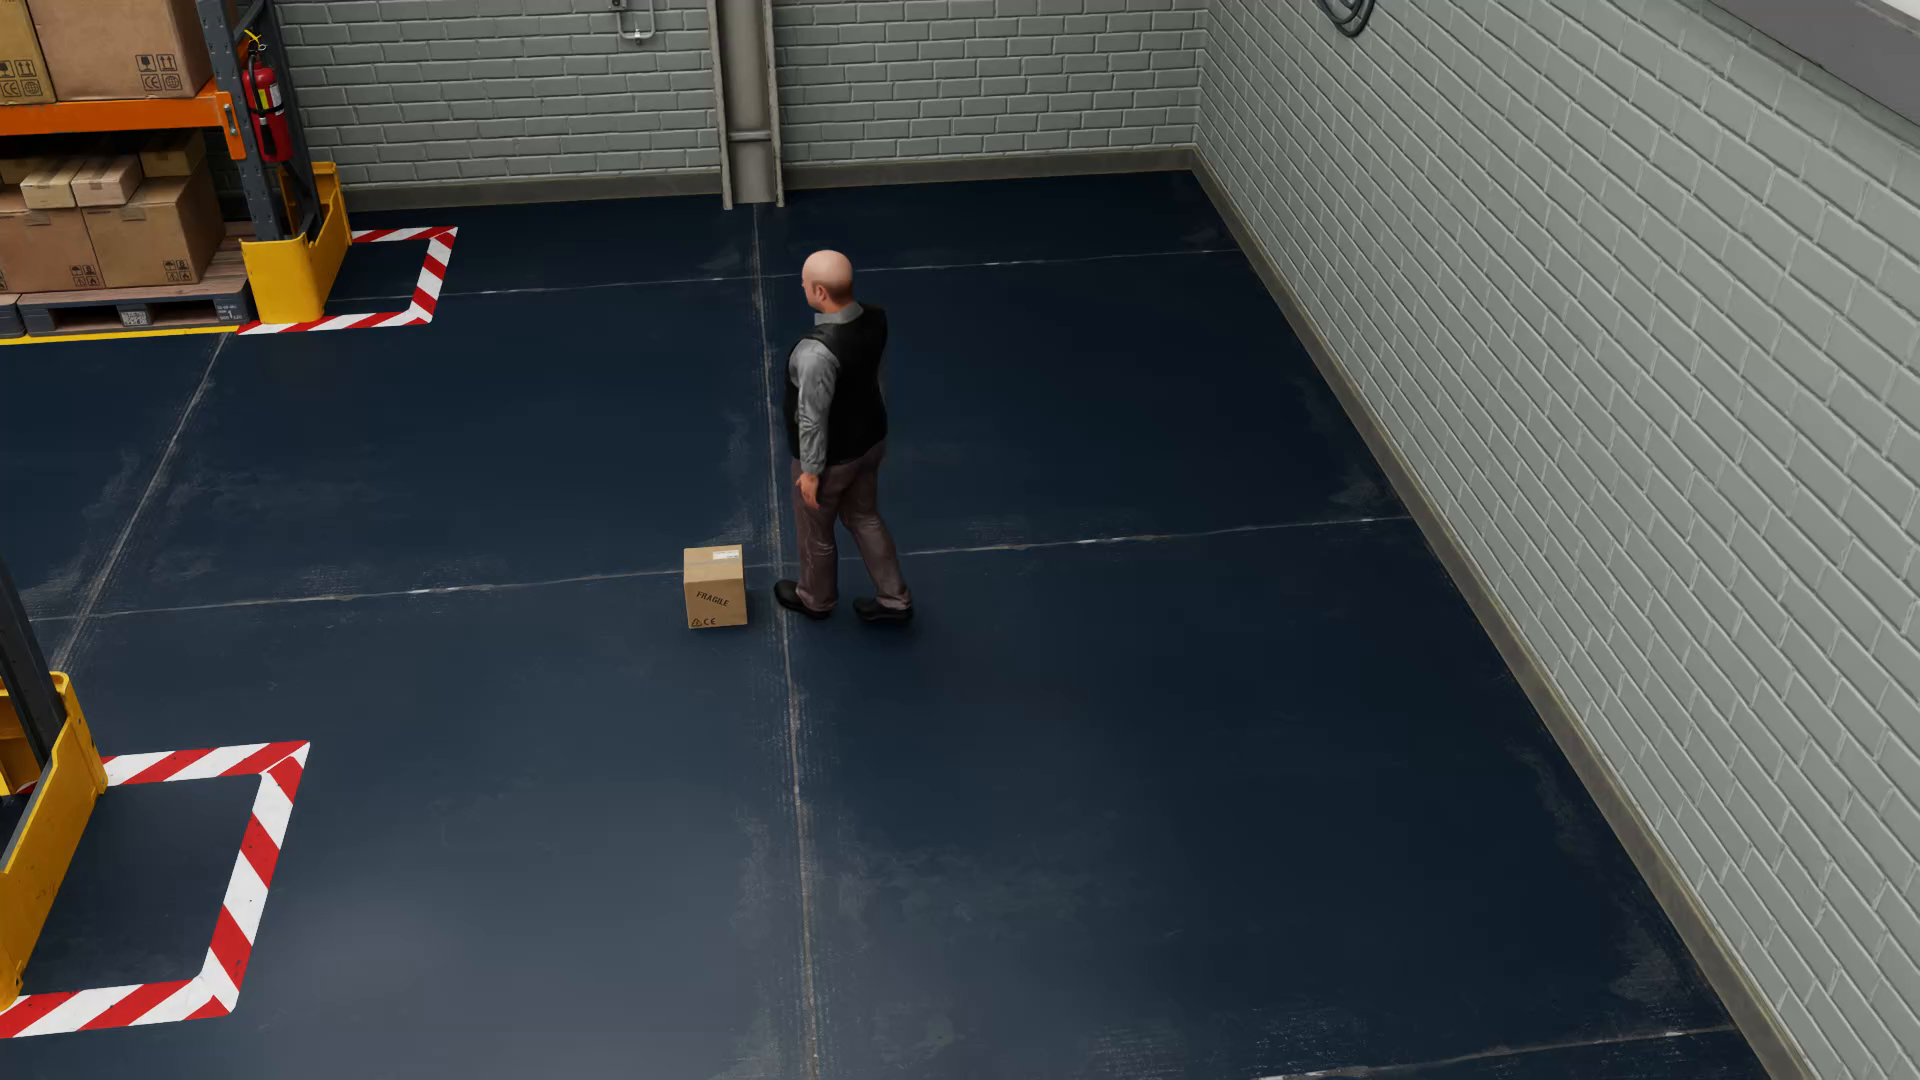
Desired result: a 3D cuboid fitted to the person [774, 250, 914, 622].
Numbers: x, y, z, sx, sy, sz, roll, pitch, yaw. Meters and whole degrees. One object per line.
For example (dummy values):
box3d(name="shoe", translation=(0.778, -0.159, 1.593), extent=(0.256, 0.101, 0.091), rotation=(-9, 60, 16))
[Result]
box3d(name="person", translation=(-0.522, -0.337, 6.747), extent=(0.659, 1.615, 0.558), rotation=(20, 39, 27))
